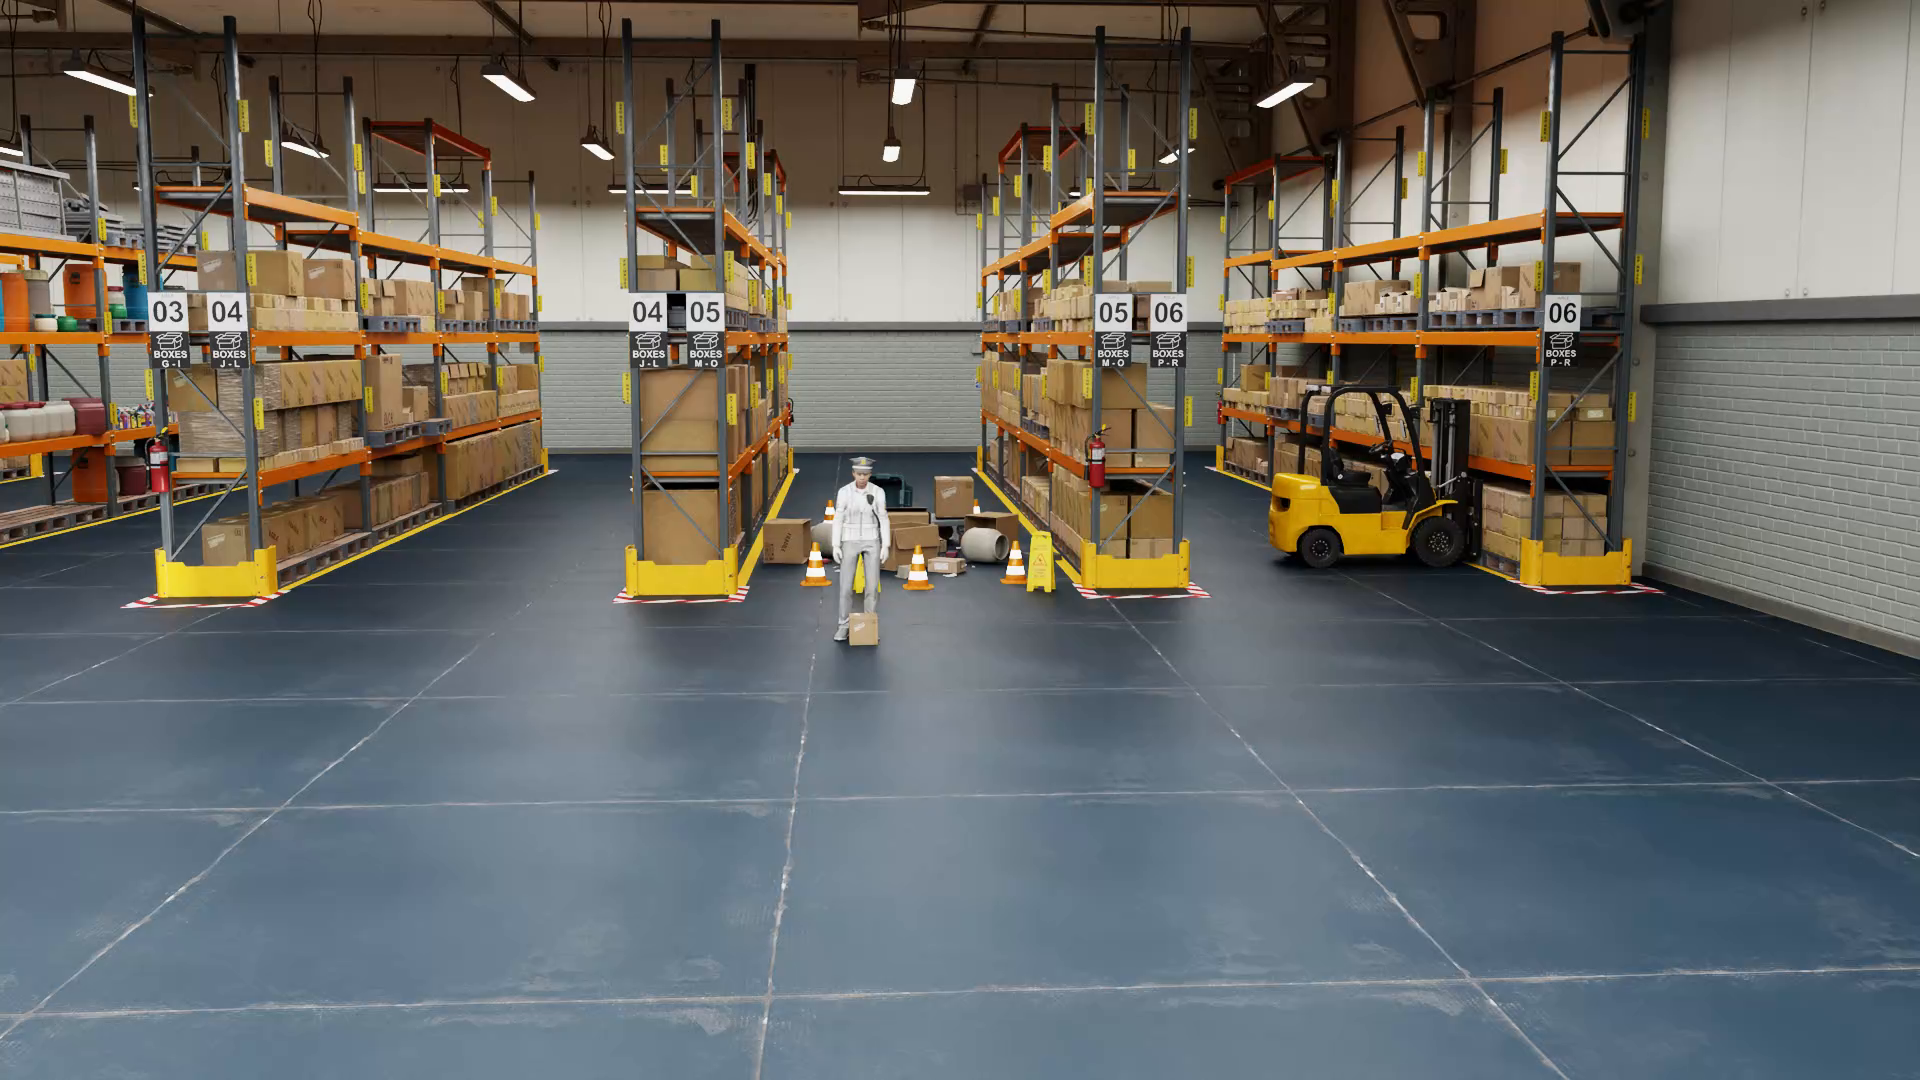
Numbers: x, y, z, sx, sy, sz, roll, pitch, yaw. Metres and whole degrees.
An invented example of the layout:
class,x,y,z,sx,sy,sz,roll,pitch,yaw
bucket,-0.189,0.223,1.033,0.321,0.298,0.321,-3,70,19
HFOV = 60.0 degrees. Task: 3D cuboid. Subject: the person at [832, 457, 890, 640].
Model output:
class,x,y,z,sx,sy,sz,roll,pitch,yaw
person,-0.899,0.074,15.130,0.529,1.663,0.403,0,7,-3
